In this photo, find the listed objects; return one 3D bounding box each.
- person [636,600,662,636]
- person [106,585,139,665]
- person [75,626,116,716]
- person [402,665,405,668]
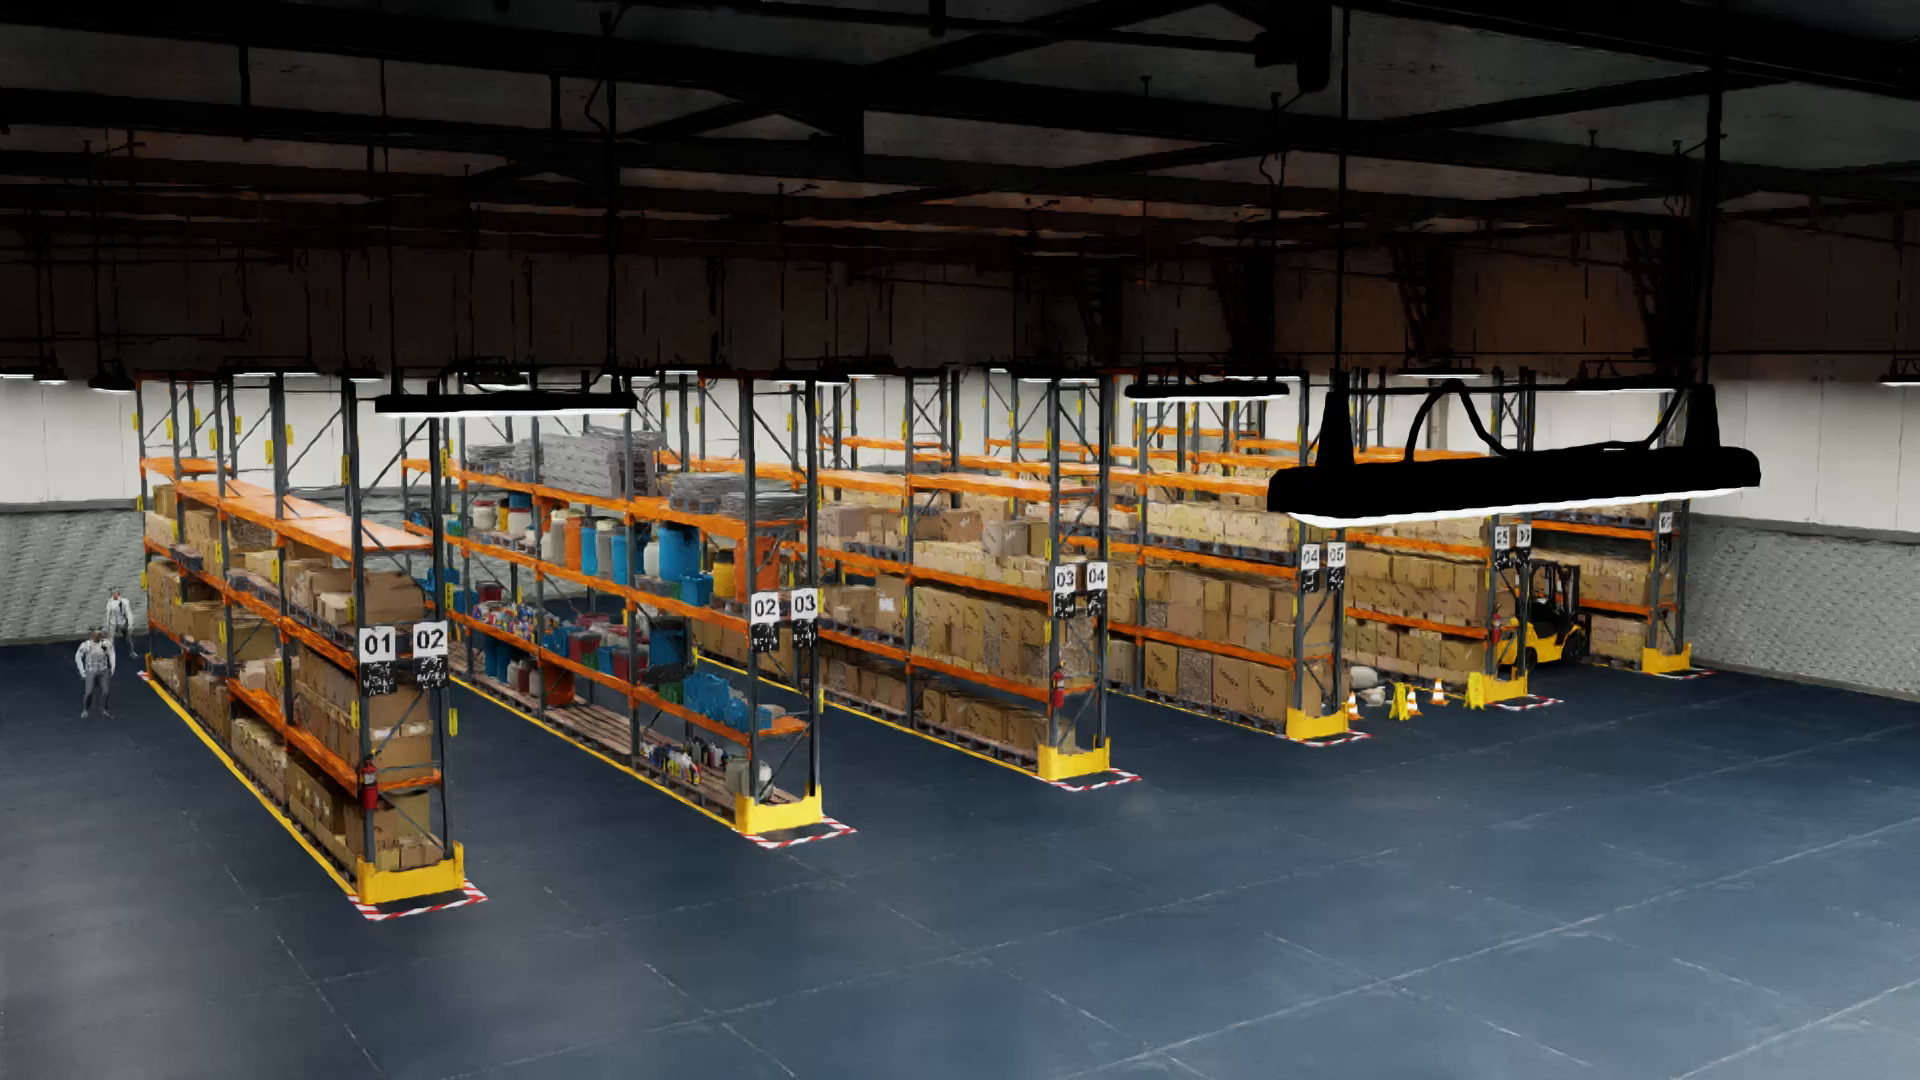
[{"bbox_3d":[-6.462,1.558,34.637,0.568,1.703,1.118,-4,7,-30],"label":"person"},{"bbox_3d":[-17.151,1.697,33.951,0.521,1.611,0.938,-1,7,-13],"label":"person"},{"bbox_3d":[-15.030,2.269,28.941,0.639,1.628,0.512,-5,8,-36],"label":"person"},{"bbox_3d":[-10.402,1.968,31.347,0.543,1.648,1.115,-4,8,-31],"label":"person"}]
